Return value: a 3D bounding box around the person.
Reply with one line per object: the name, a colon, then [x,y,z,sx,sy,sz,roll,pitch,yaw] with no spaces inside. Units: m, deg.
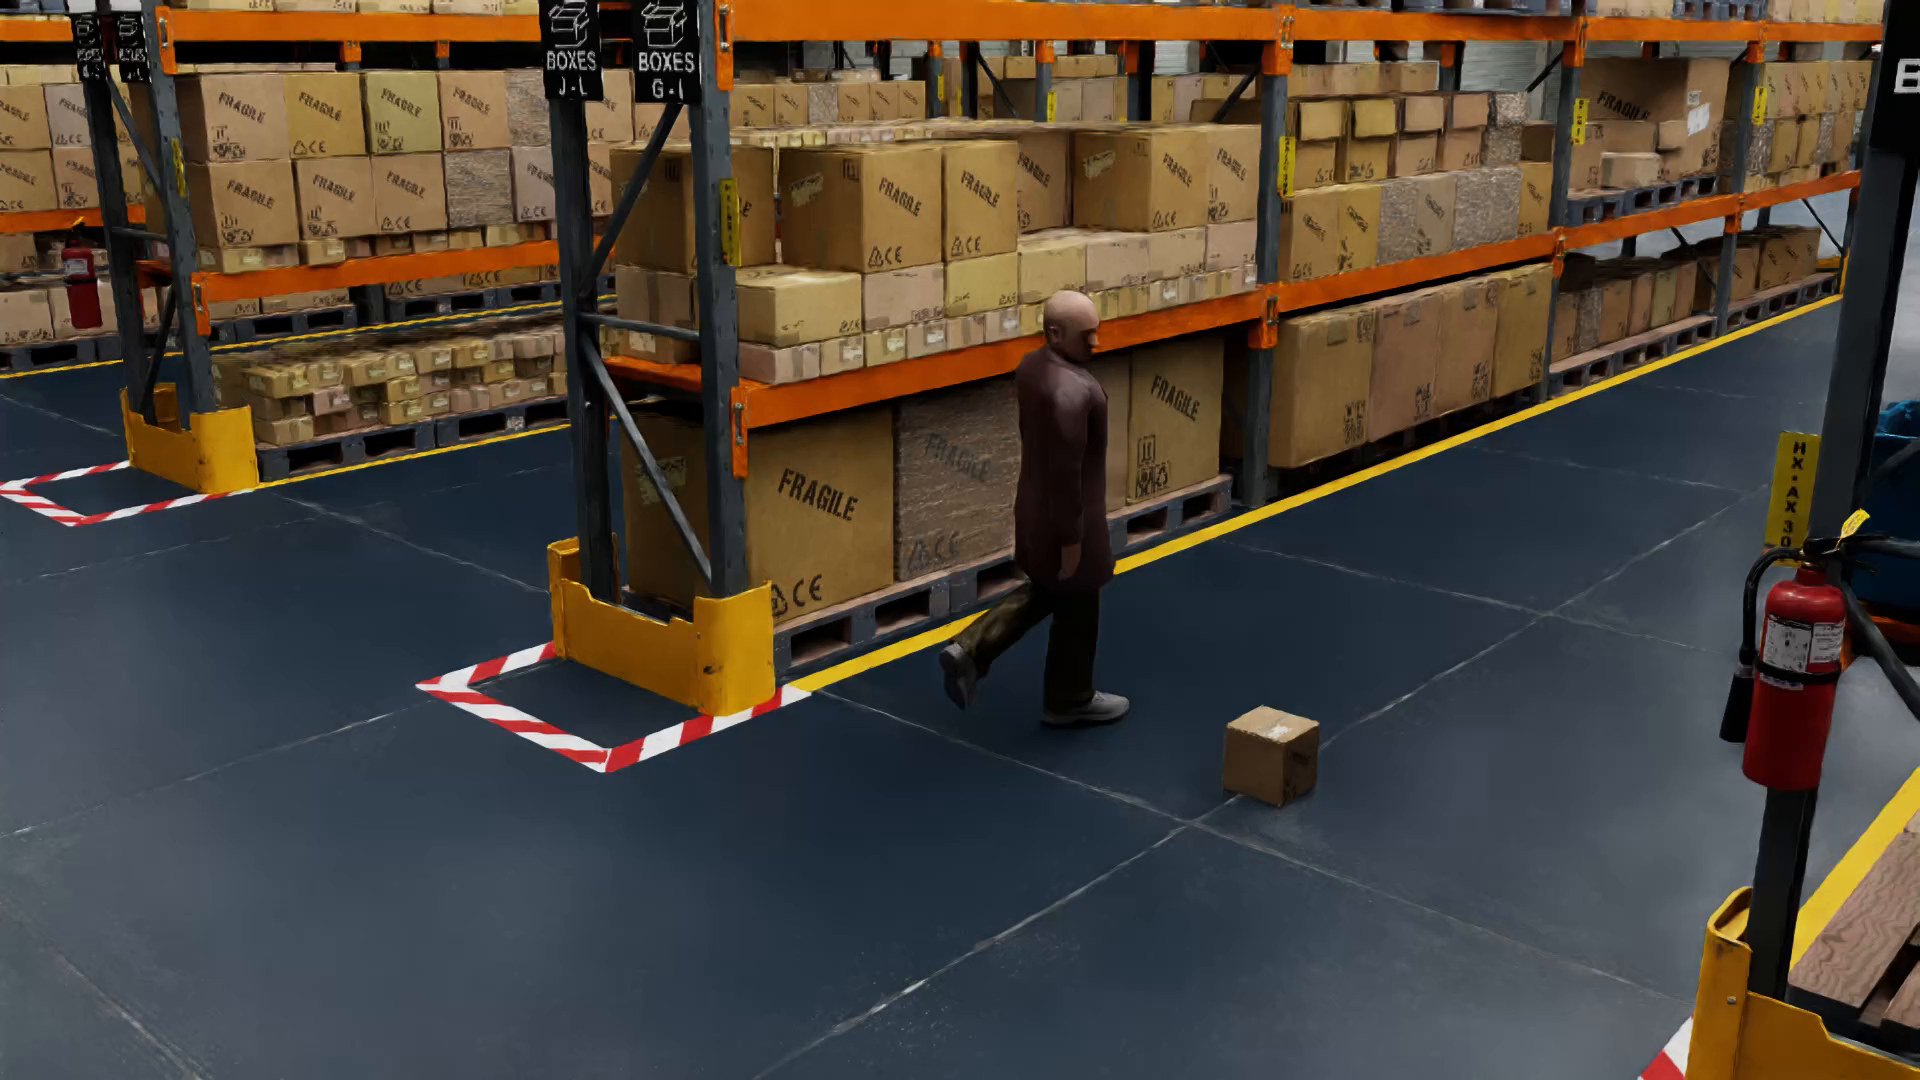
person: [0.370,-0.034,6.357,0.716,1.636,0.648,-6,18,-19]
